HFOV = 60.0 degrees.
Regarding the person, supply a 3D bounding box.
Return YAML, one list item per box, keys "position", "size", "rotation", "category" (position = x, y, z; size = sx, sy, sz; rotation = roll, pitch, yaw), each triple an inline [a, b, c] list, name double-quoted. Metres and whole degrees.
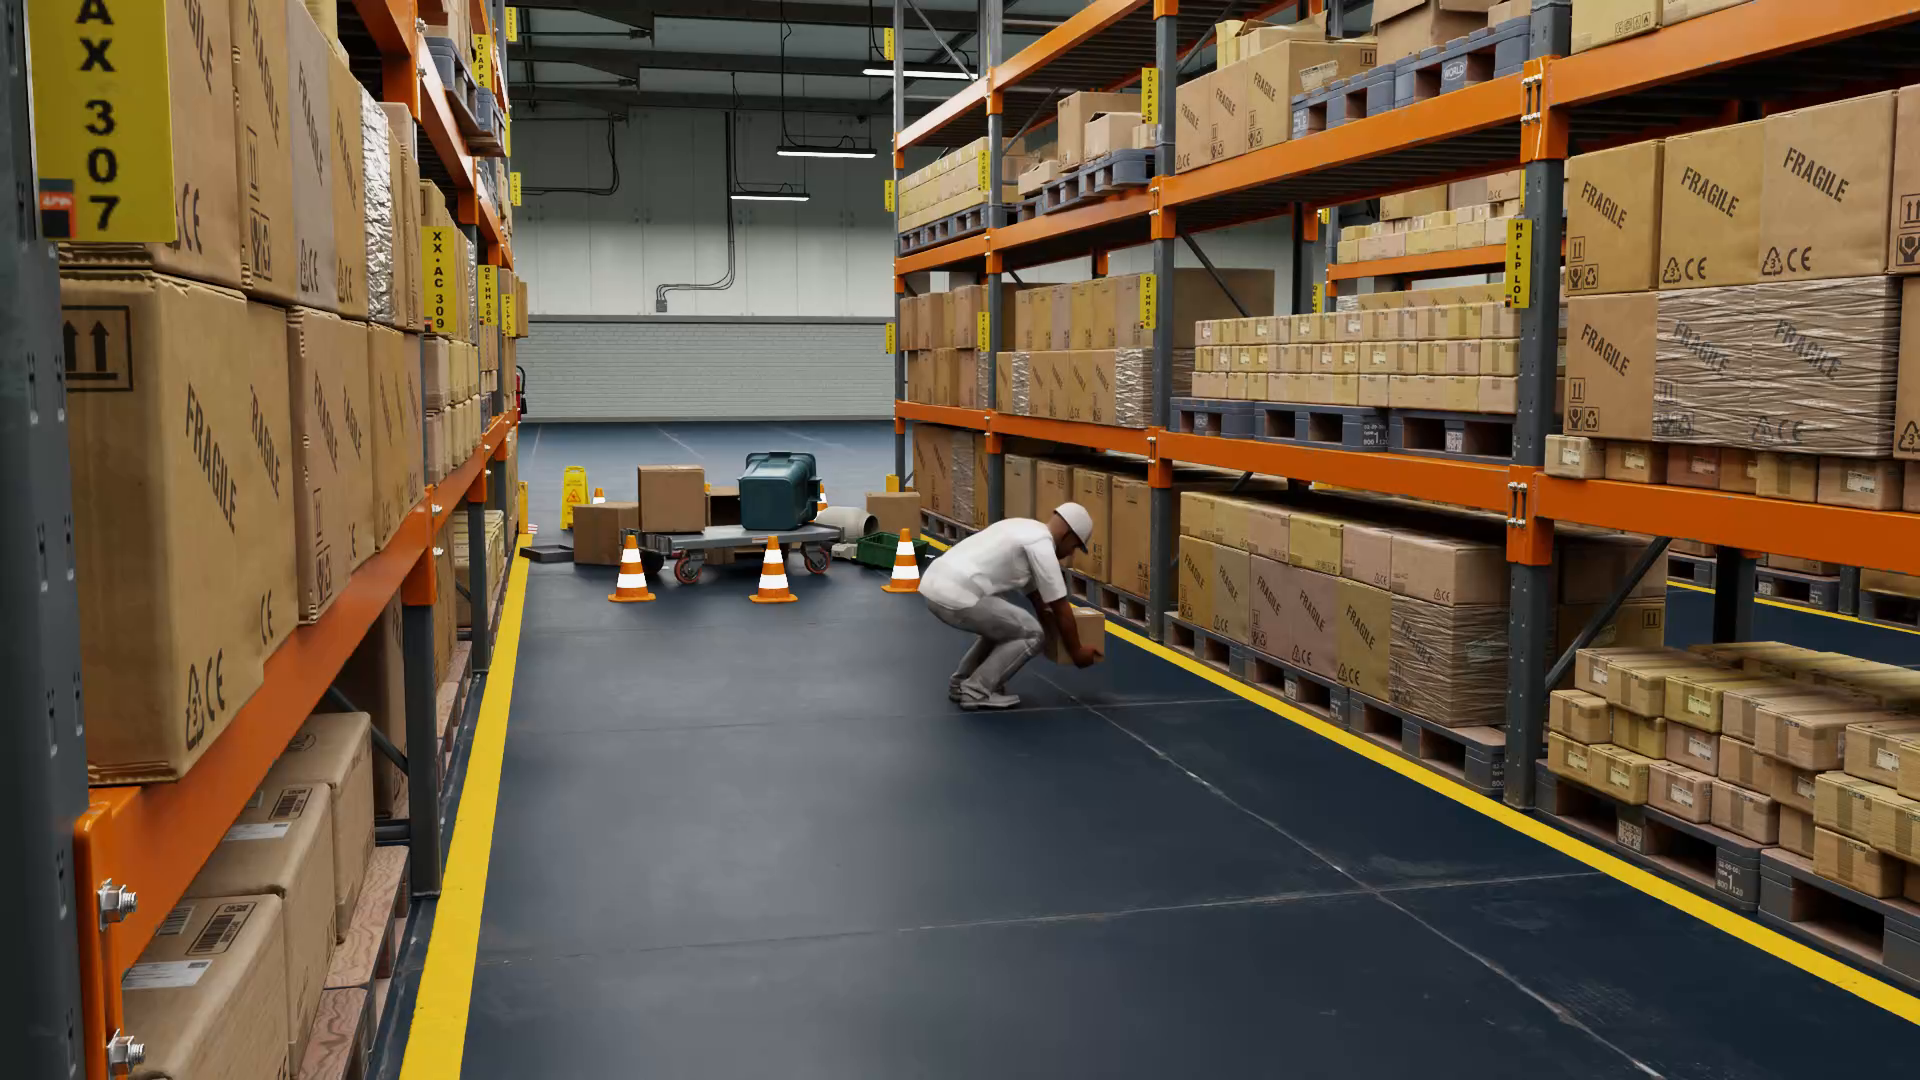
- position: [0.246, 0.322, 8.437]
  size: [0.918, 1.008, 0.534]
  rotation: [-2, 6, -15]
  category: "person"
